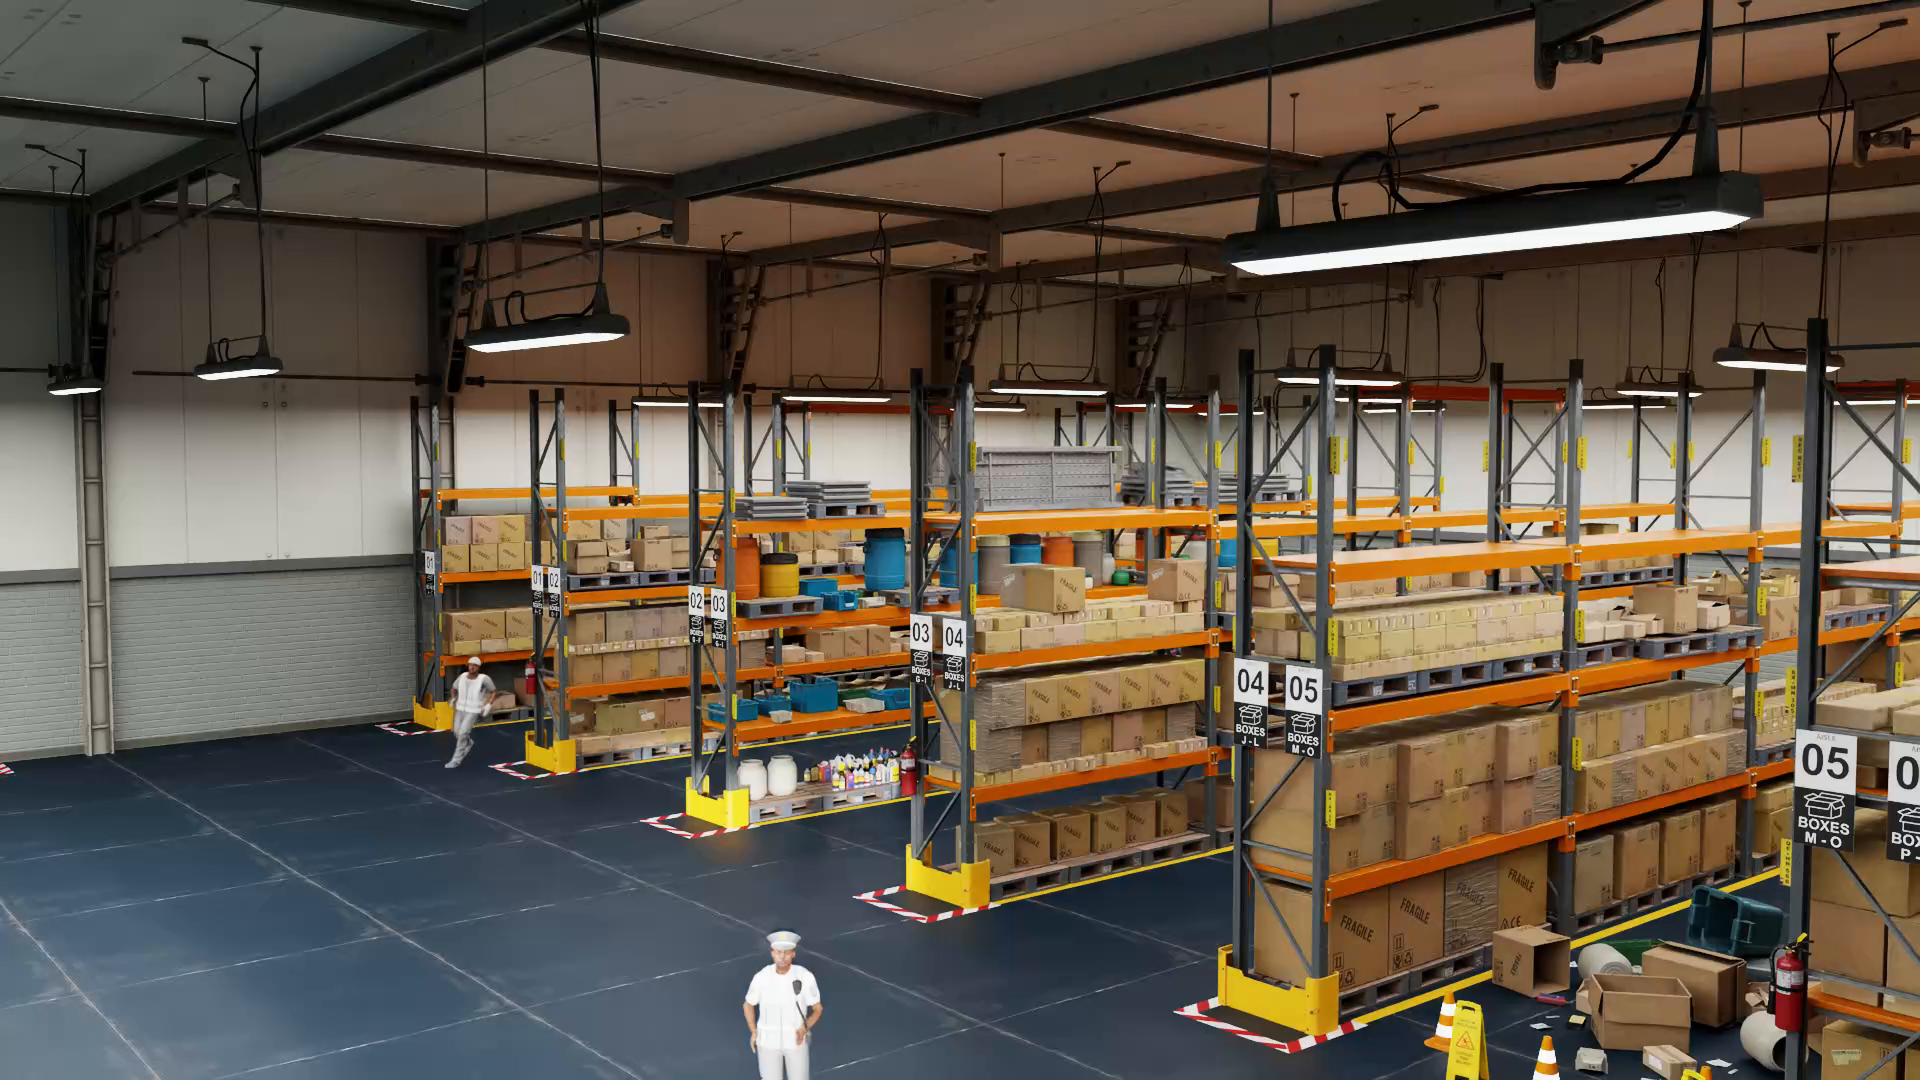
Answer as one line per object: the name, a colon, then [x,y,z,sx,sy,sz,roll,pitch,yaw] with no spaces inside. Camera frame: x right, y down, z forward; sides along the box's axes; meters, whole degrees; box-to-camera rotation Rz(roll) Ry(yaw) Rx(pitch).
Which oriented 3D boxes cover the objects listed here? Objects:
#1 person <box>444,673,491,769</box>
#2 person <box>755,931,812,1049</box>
person: [-7.810,2.860,26.522,0.673,1.473,0.904,1,3,12]
person: [-1.267,3.221,11.961,0.405,0.843,0.343,0,3,-3]
